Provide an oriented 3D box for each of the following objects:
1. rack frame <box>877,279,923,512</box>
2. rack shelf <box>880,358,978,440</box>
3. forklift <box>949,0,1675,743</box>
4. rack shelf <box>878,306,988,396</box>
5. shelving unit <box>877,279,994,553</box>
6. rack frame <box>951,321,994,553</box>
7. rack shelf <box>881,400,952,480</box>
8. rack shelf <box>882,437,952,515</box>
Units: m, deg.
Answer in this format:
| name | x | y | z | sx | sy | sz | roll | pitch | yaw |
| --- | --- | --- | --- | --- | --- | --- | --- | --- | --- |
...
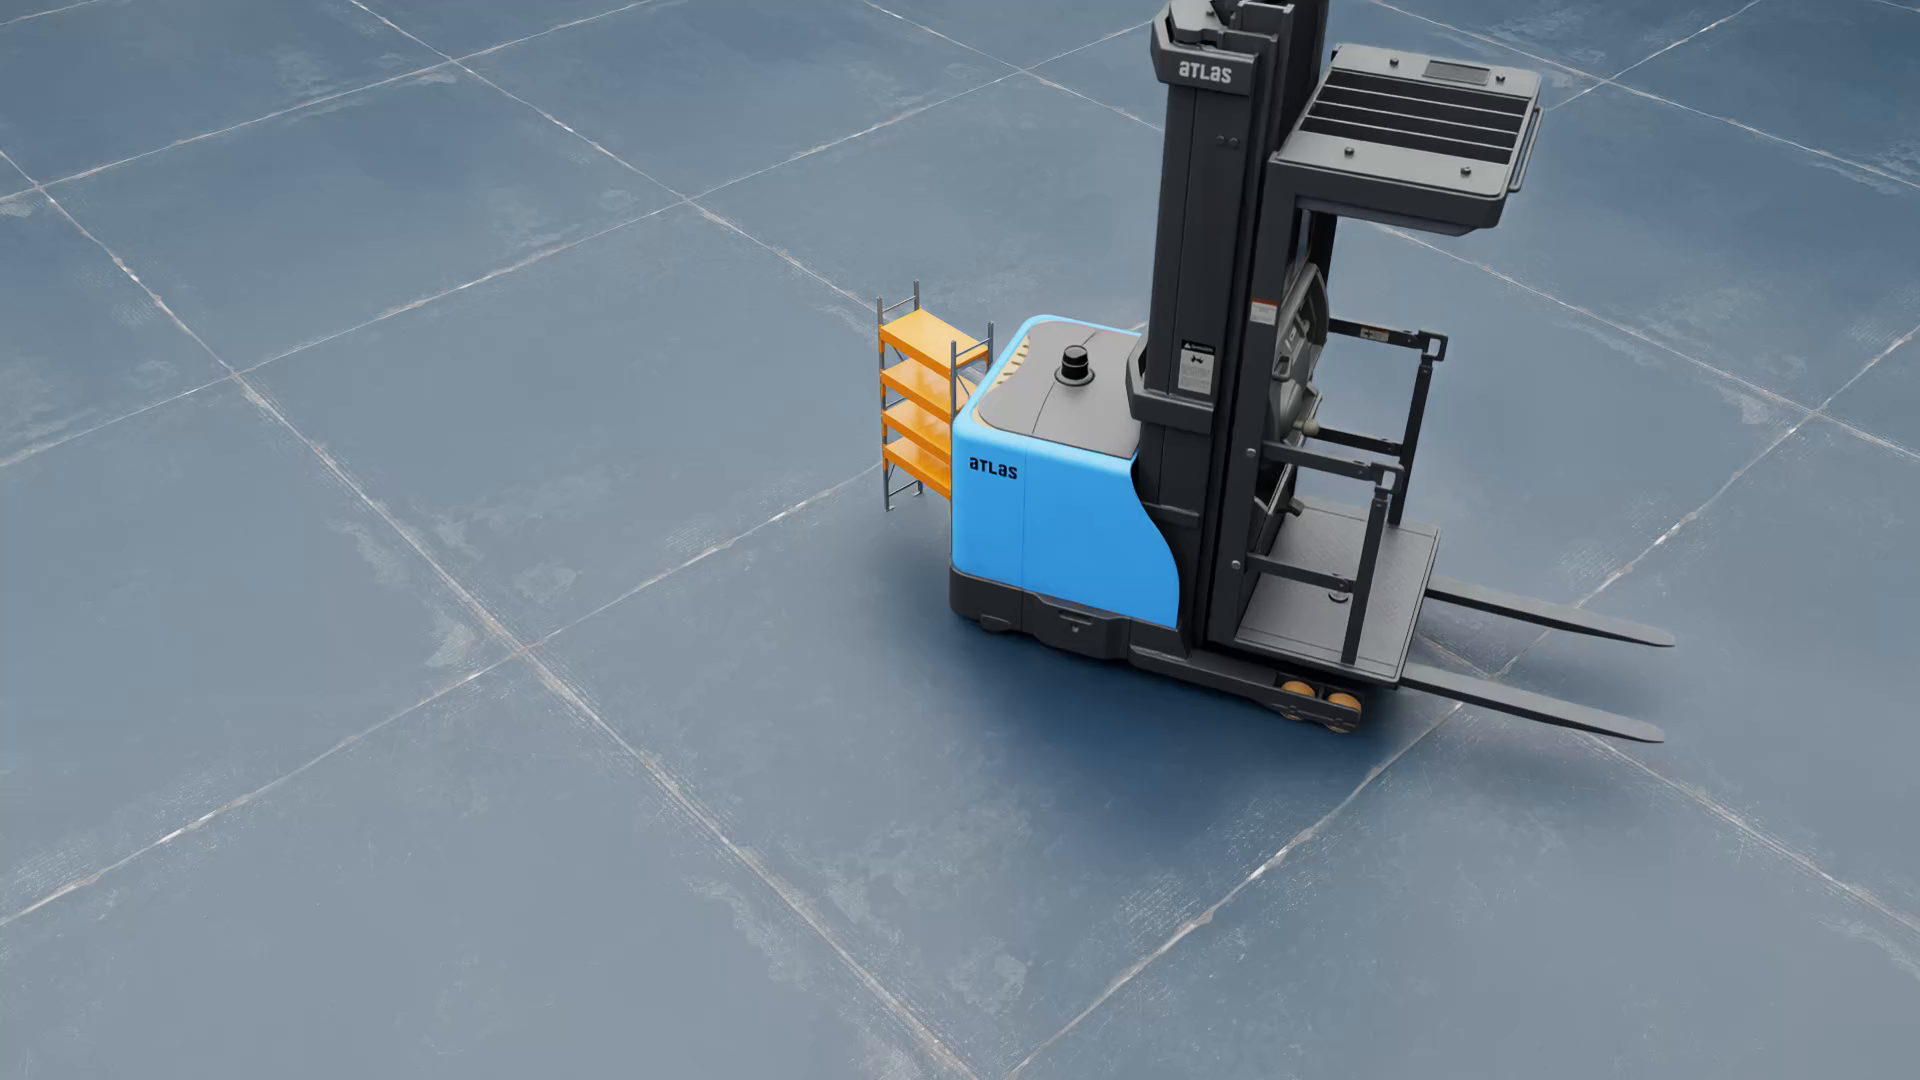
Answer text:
| name | x | y | z | sx | sy | sz | roll | pitch | yaw |
| --- | --- | --- | --- | --- | --- | --- | --- | --- | --- |
| rack frame | -0.277 | -0.656 | 7.816 | 0.240 | 1.200 | 0.015 | -30 | 48 | -32 |
| rack shelf | -0.112 | -0.665 | 7.577 | 0.258 | 0.148 | 0.480 | -30 | 48 | -32 |
| forklift | 1.521 | -0.715 | 6.511 | 3.031 | 2.935 | 1.130 | 14 | 41 | 17 |
| rack shelf | -0.112 | -0.849 | 7.429 | 0.258 | 0.148 | 0.480 | -30 | 48 | -32 |
| shelving unit | -0.112 | -0.543 | 7.676 | 0.258 | 1.200 | 0.503 | -30 | 48 | -32 |
| rack frame | 0.053 | -0.430 | 7.536 | 0.240 | 1.200 | 0.015 | -30 | 48 | -32 |
| rack shelf | -0.112 | -0.491 | 7.718 | 0.258 | 0.148 | 0.480 | -30 | 48 | -32 |
| rack shelf | -0.112 | -0.337 | 7.843 | 0.258 | 0.148 | 0.480 | -30 | 48 | -32 |
